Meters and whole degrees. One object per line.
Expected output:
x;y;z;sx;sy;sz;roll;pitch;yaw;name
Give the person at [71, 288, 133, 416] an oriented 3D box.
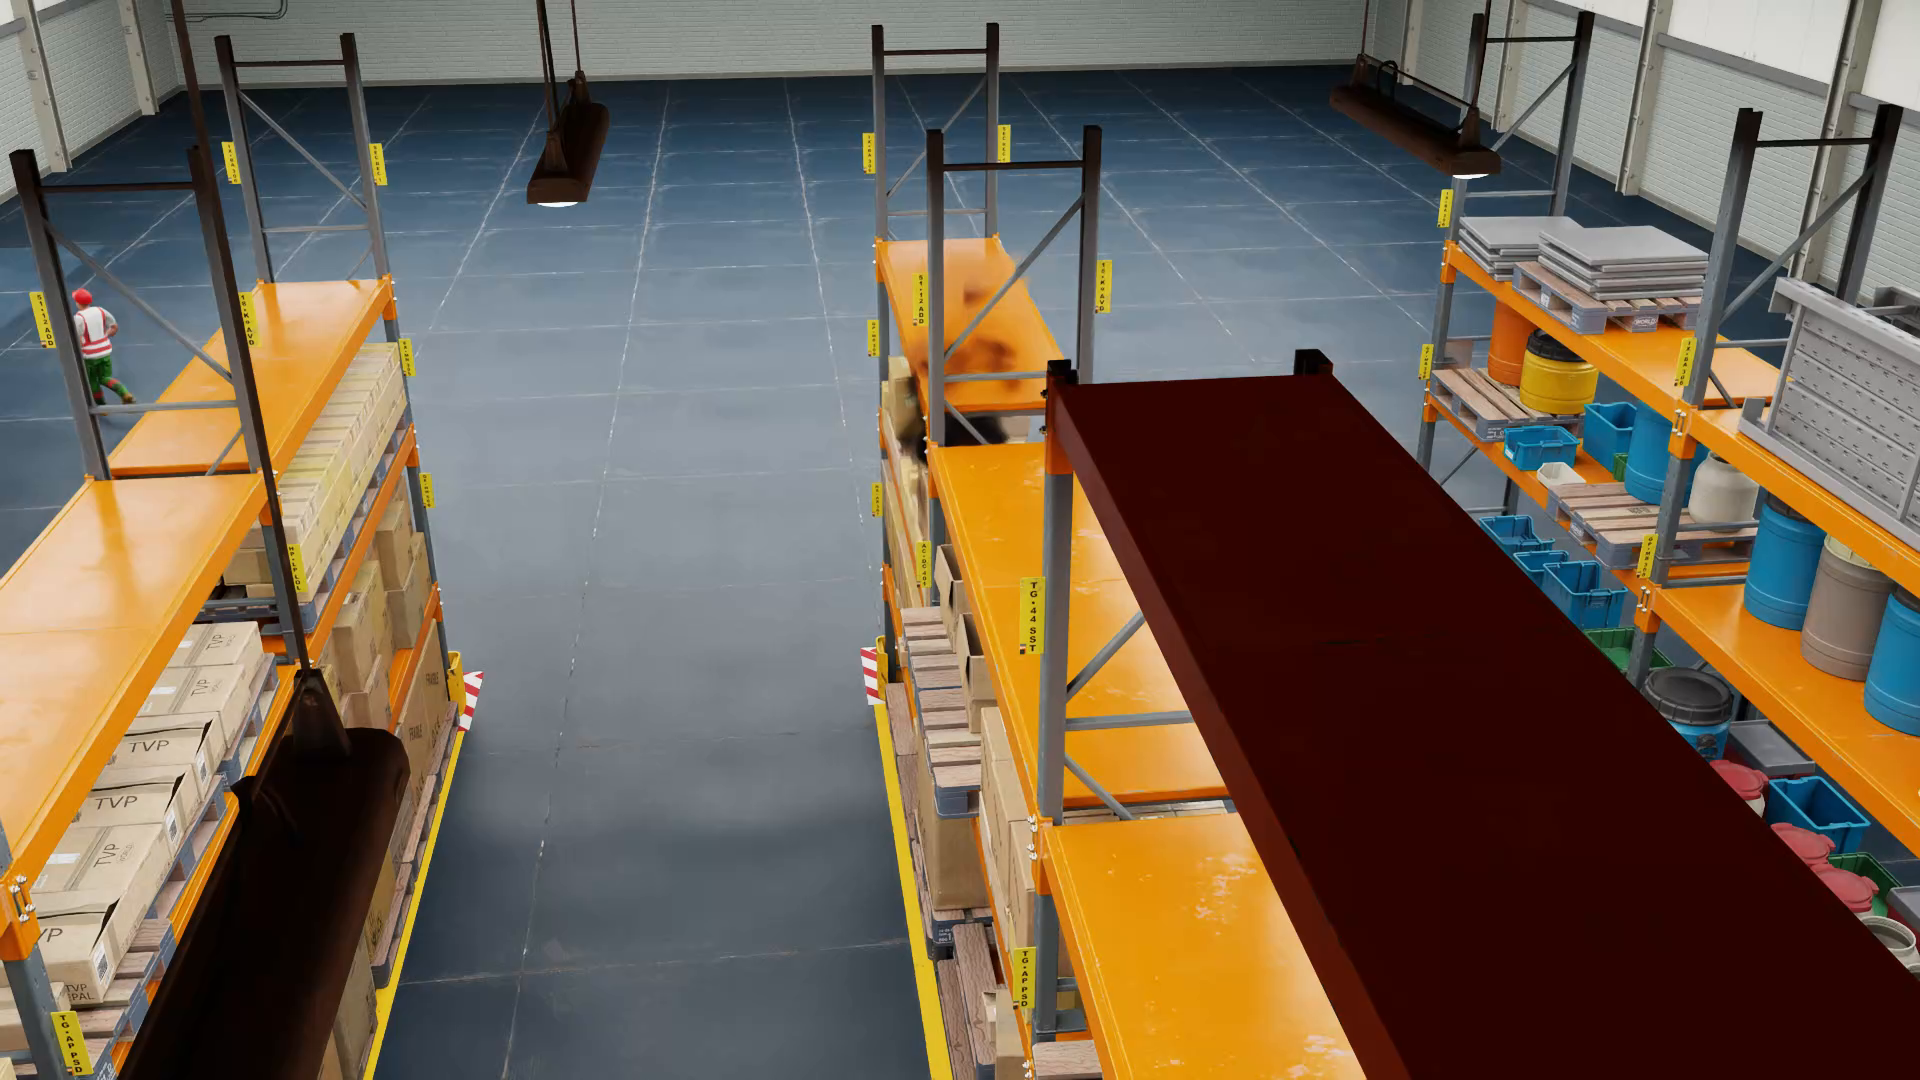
-11.162;-2.399;21.491;0.806;1.757;0.674;13;28;25;person
